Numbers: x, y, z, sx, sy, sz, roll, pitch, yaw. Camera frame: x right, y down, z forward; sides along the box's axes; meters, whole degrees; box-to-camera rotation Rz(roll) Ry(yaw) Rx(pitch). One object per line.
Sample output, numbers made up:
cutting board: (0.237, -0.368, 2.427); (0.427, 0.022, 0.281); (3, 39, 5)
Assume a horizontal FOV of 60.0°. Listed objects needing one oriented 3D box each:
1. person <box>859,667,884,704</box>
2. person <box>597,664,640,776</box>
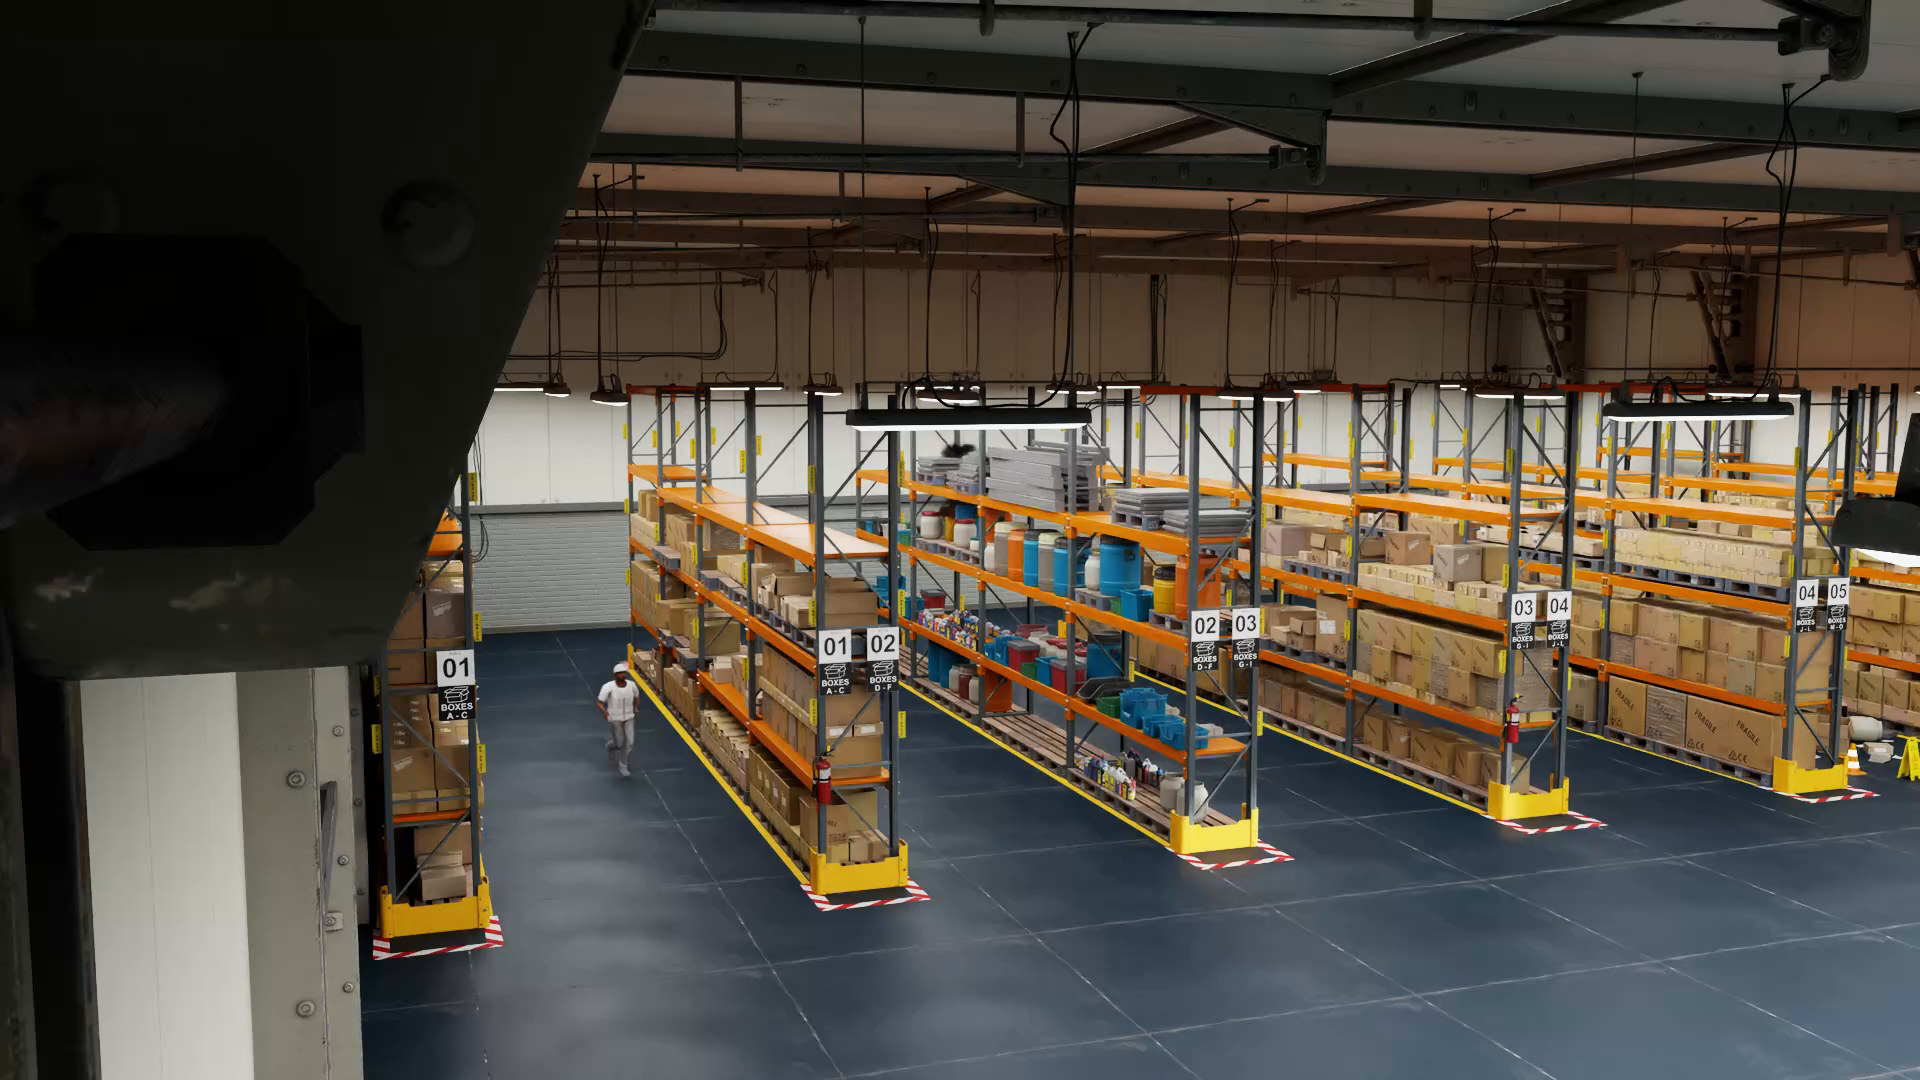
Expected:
person: (-1.549, 2.507, 29.675); (0.613, 1.558, 0.705); (-2, 6, -19)
person: (-5.333, 2.796, 26.101); (0.710, 1.737, 0.654); (-4, 7, -32)
